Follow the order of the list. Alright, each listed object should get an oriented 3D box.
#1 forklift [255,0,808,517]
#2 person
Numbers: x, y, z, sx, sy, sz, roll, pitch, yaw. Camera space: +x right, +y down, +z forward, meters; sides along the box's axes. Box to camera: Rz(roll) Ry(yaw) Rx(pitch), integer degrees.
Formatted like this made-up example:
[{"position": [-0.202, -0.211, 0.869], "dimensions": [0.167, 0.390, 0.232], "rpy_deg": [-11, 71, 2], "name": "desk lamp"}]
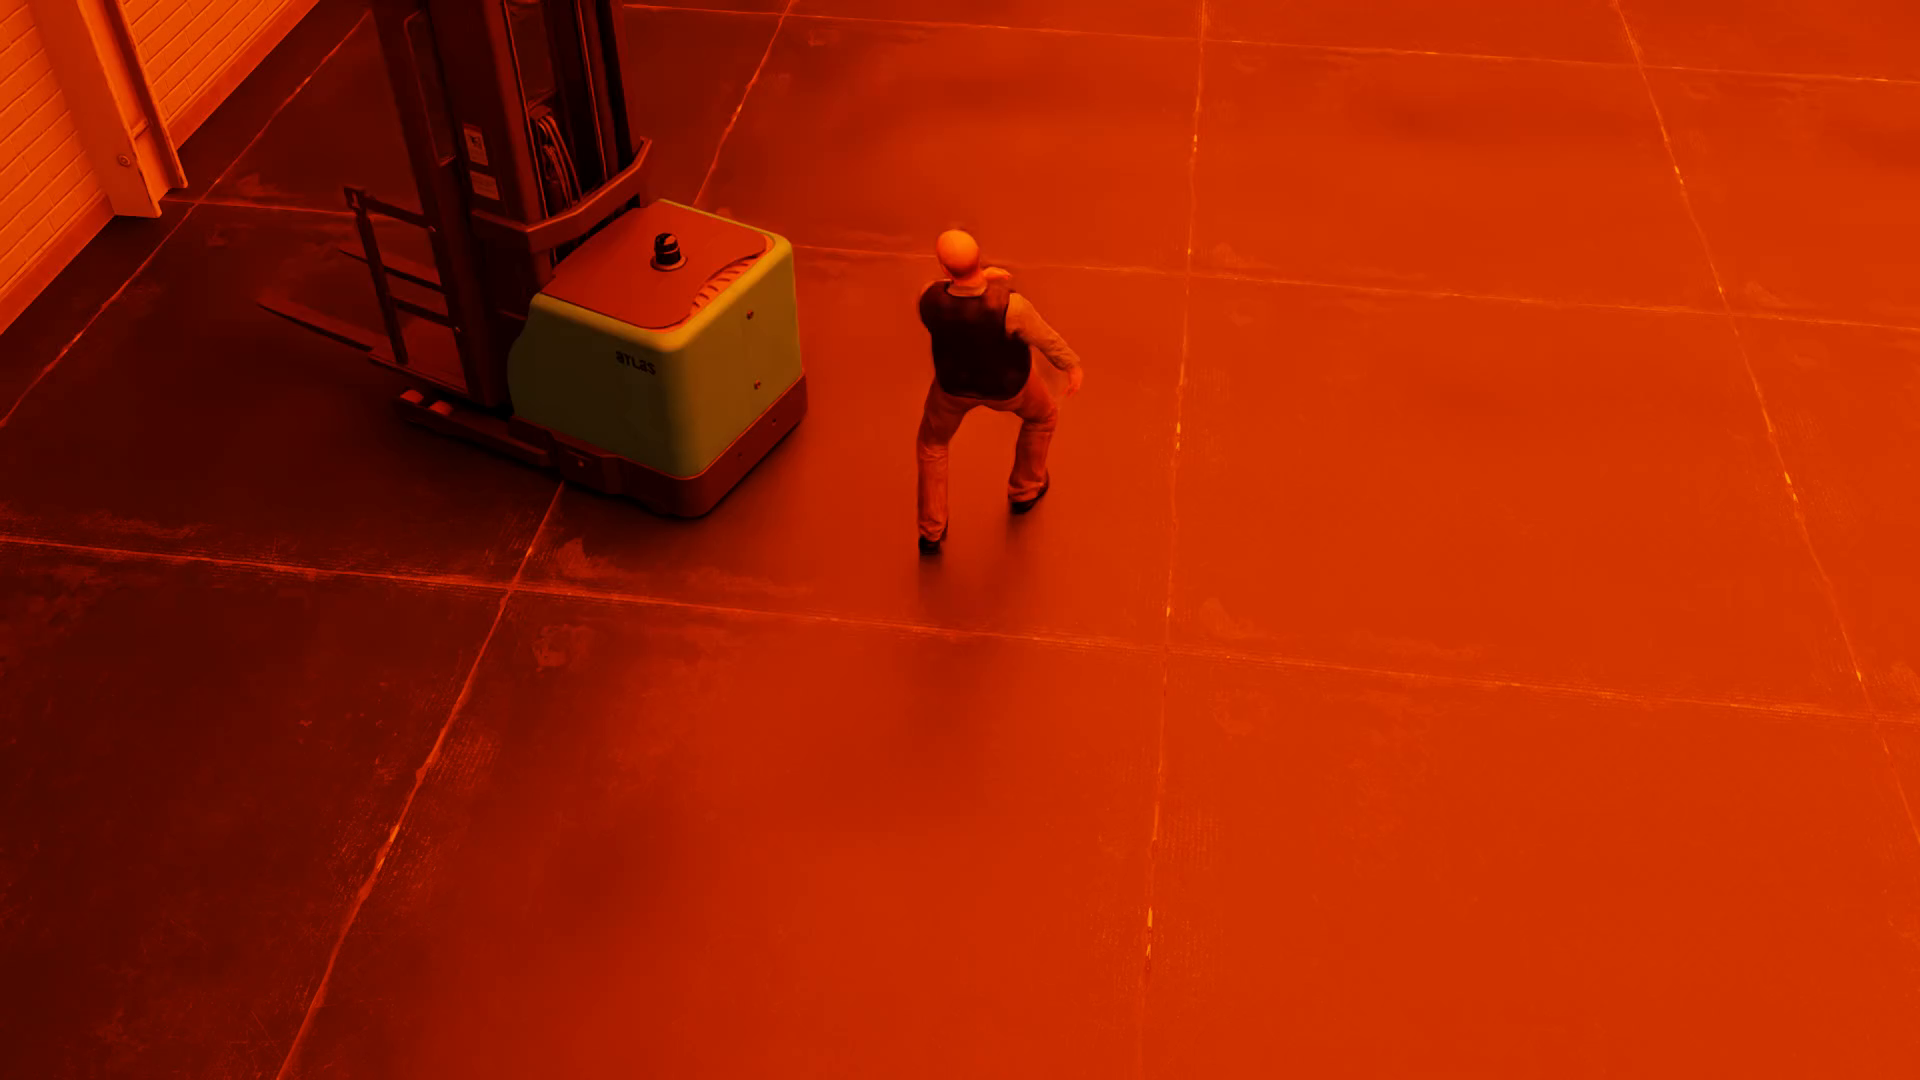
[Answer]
[{"position": [-2.319, -1.911, 7.805], "dimensions": [3.031, 2.935, 1.130], "rpy_deg": [20, 46, 21], "name": "forklift"}, {"position": [0.180, -0.772, 7.544], "dimensions": [0.758, 1.608, 0.842], "rpy_deg": [4, 43, 4], "name": "person"}]
